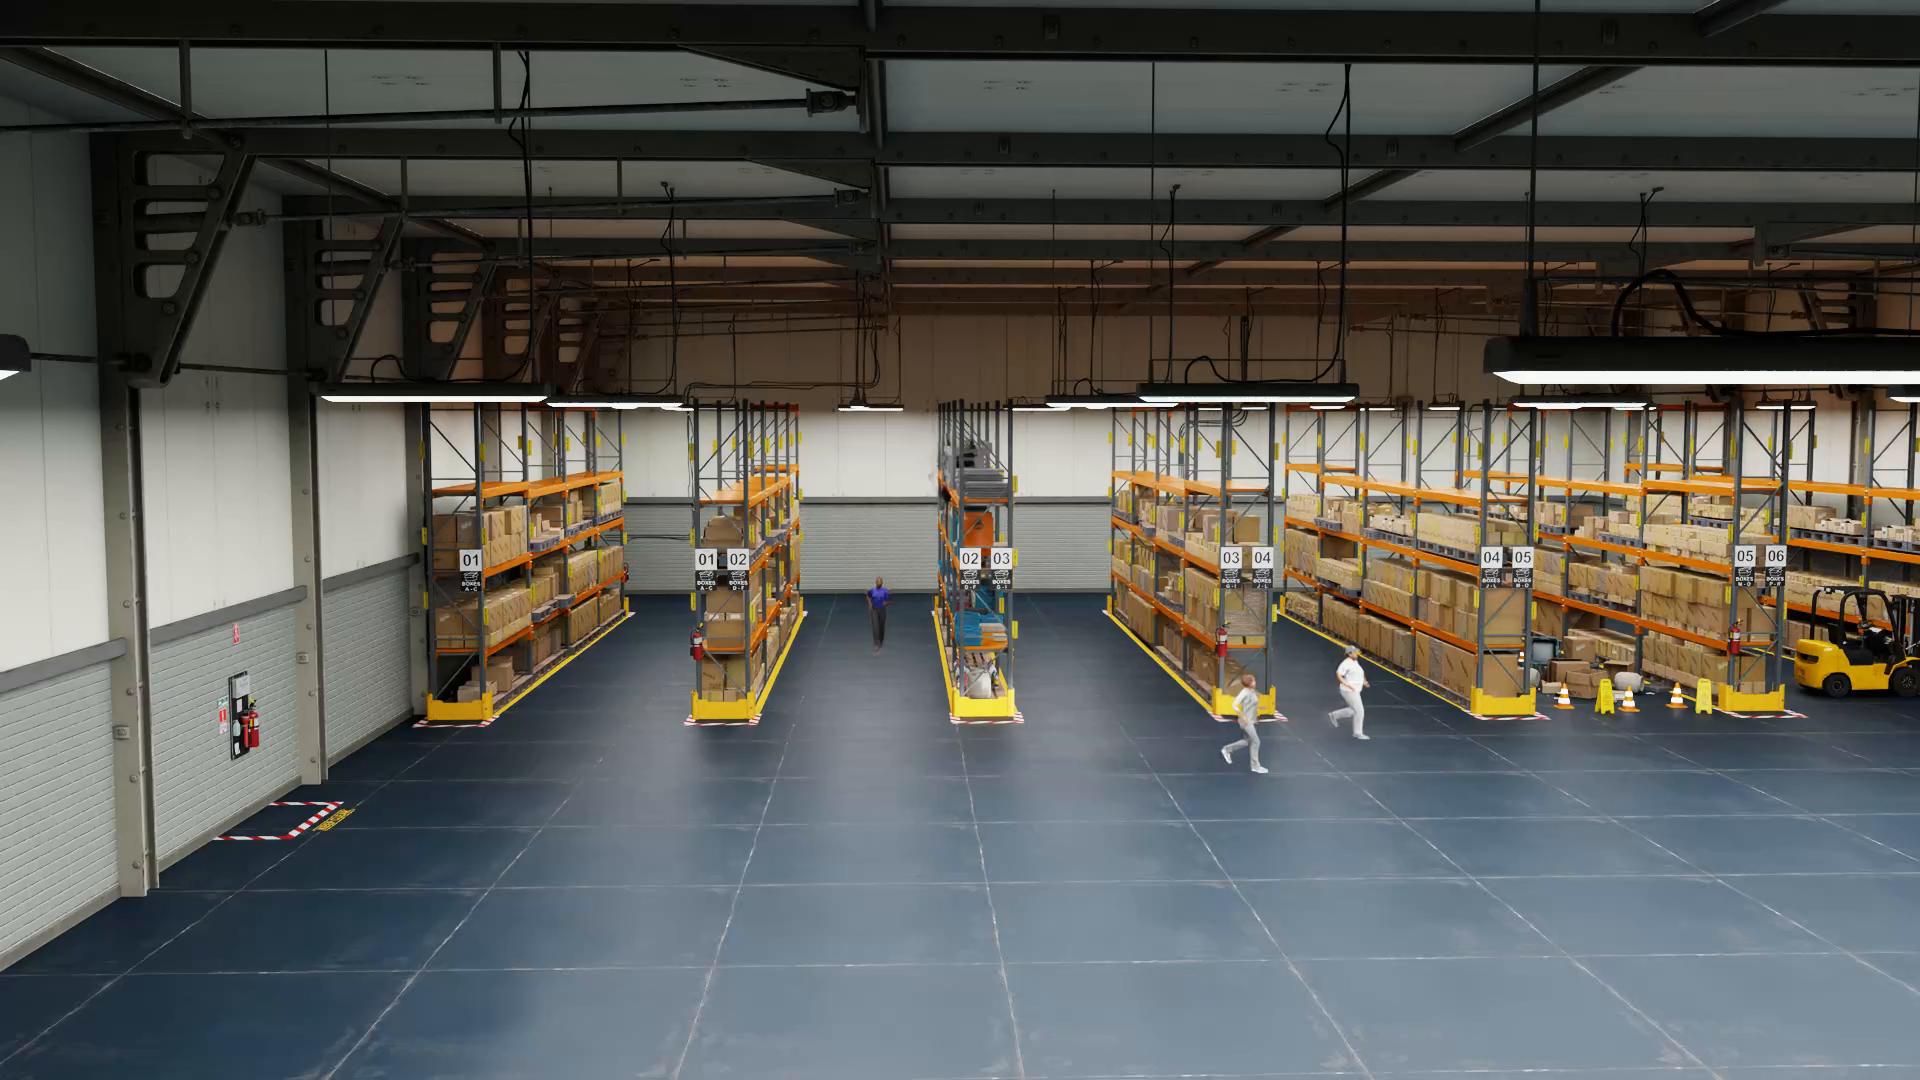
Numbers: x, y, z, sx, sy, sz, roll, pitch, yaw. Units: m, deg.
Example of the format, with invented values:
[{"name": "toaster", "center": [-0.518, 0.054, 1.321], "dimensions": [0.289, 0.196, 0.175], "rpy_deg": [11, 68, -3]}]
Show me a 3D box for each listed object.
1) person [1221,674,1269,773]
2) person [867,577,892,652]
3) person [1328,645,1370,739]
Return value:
[{"name": "person", "center": [4.537, 2.911, 26.513], "dimensions": [0.784, 1.571, 0.538], "rpy_deg": [2, 5, 24]}, {"name": "person", "center": [-1.869, 1.698, 38.238], "dimensions": [0.559, 1.695, 0.844], "rpy_deg": [0, 4, -3]}, {"name": "person", "center": [6.892, 2.691, 29.446], "dimensions": [0.745, 1.644, 0.607], "rpy_deg": [2, 5, 29]}]
